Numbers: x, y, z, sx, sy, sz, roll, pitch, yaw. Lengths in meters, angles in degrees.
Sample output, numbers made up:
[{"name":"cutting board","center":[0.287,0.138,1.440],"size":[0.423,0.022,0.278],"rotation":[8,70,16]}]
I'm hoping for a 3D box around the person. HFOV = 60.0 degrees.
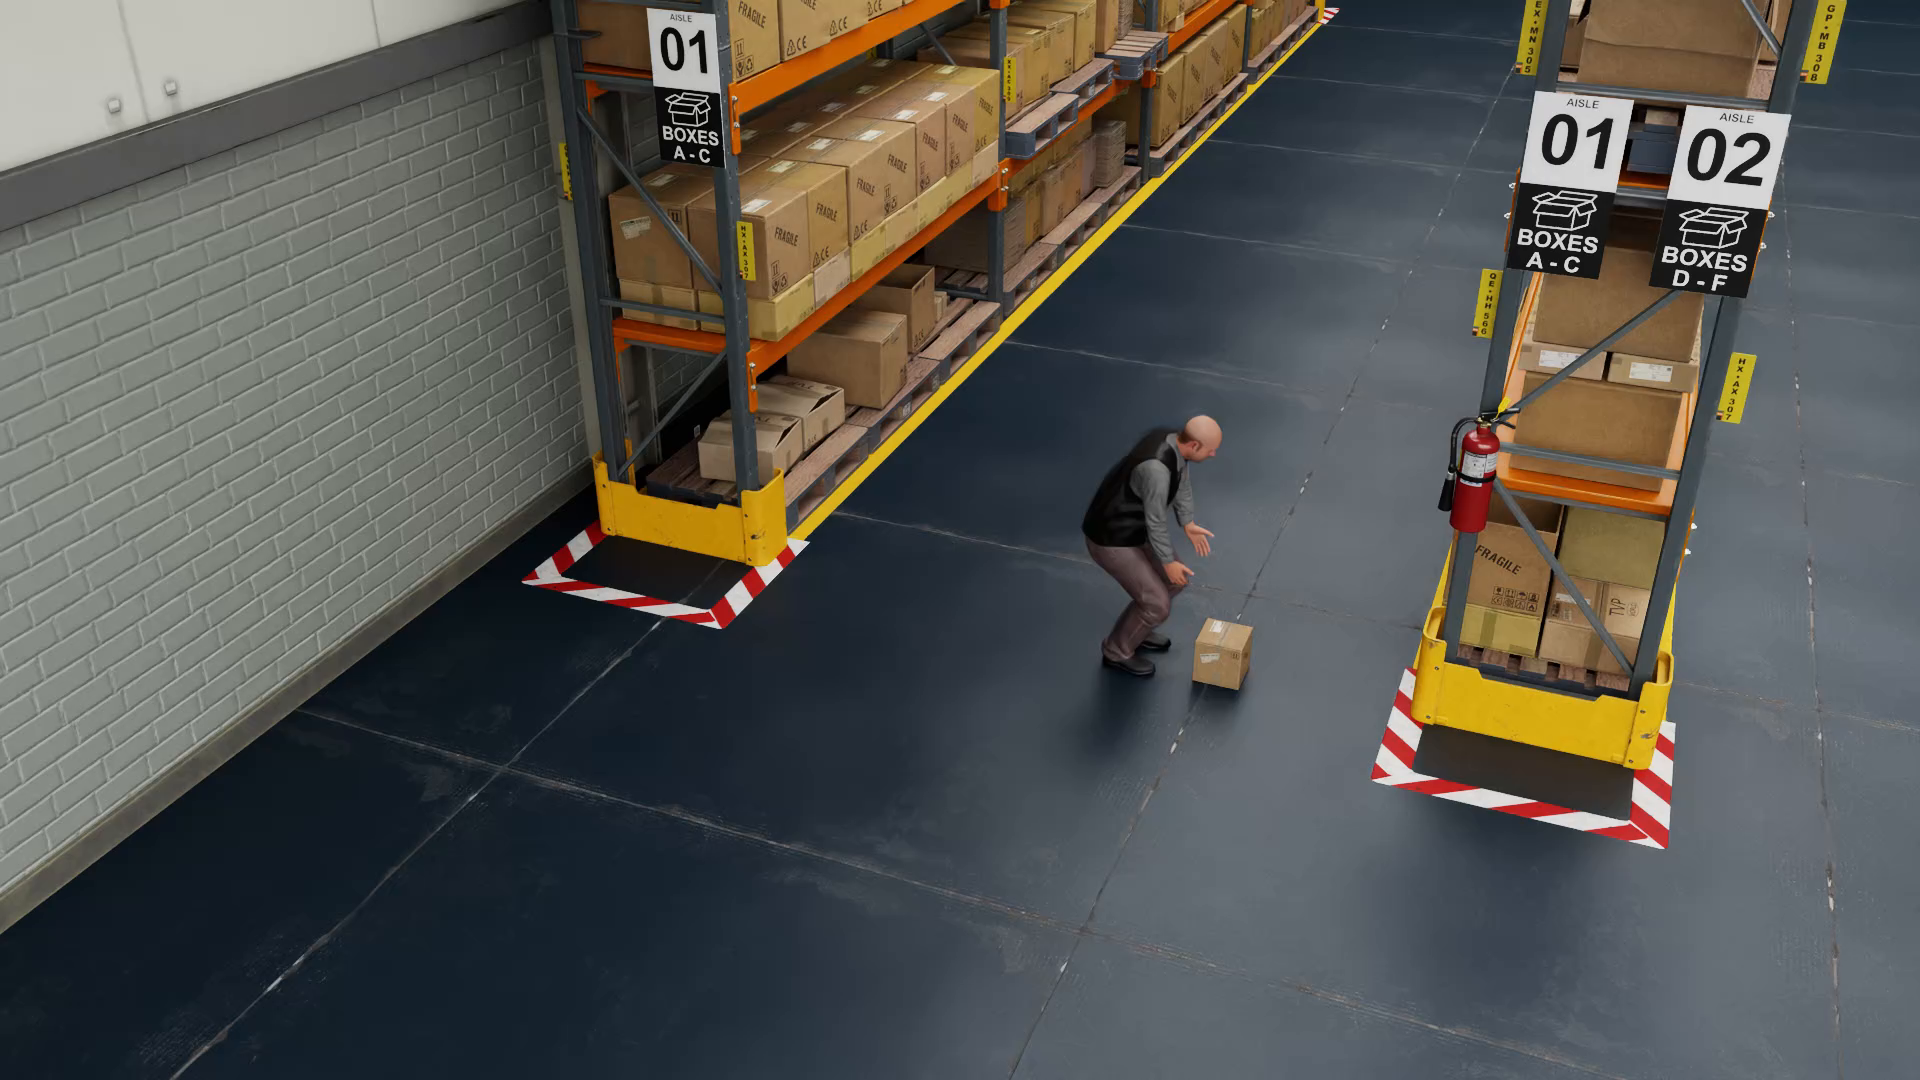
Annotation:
[{"name":"person","center":[0.997,-0.011,8.738],"size":[0.668,1.440,0.590],"rotation":[11,31,19]}]
